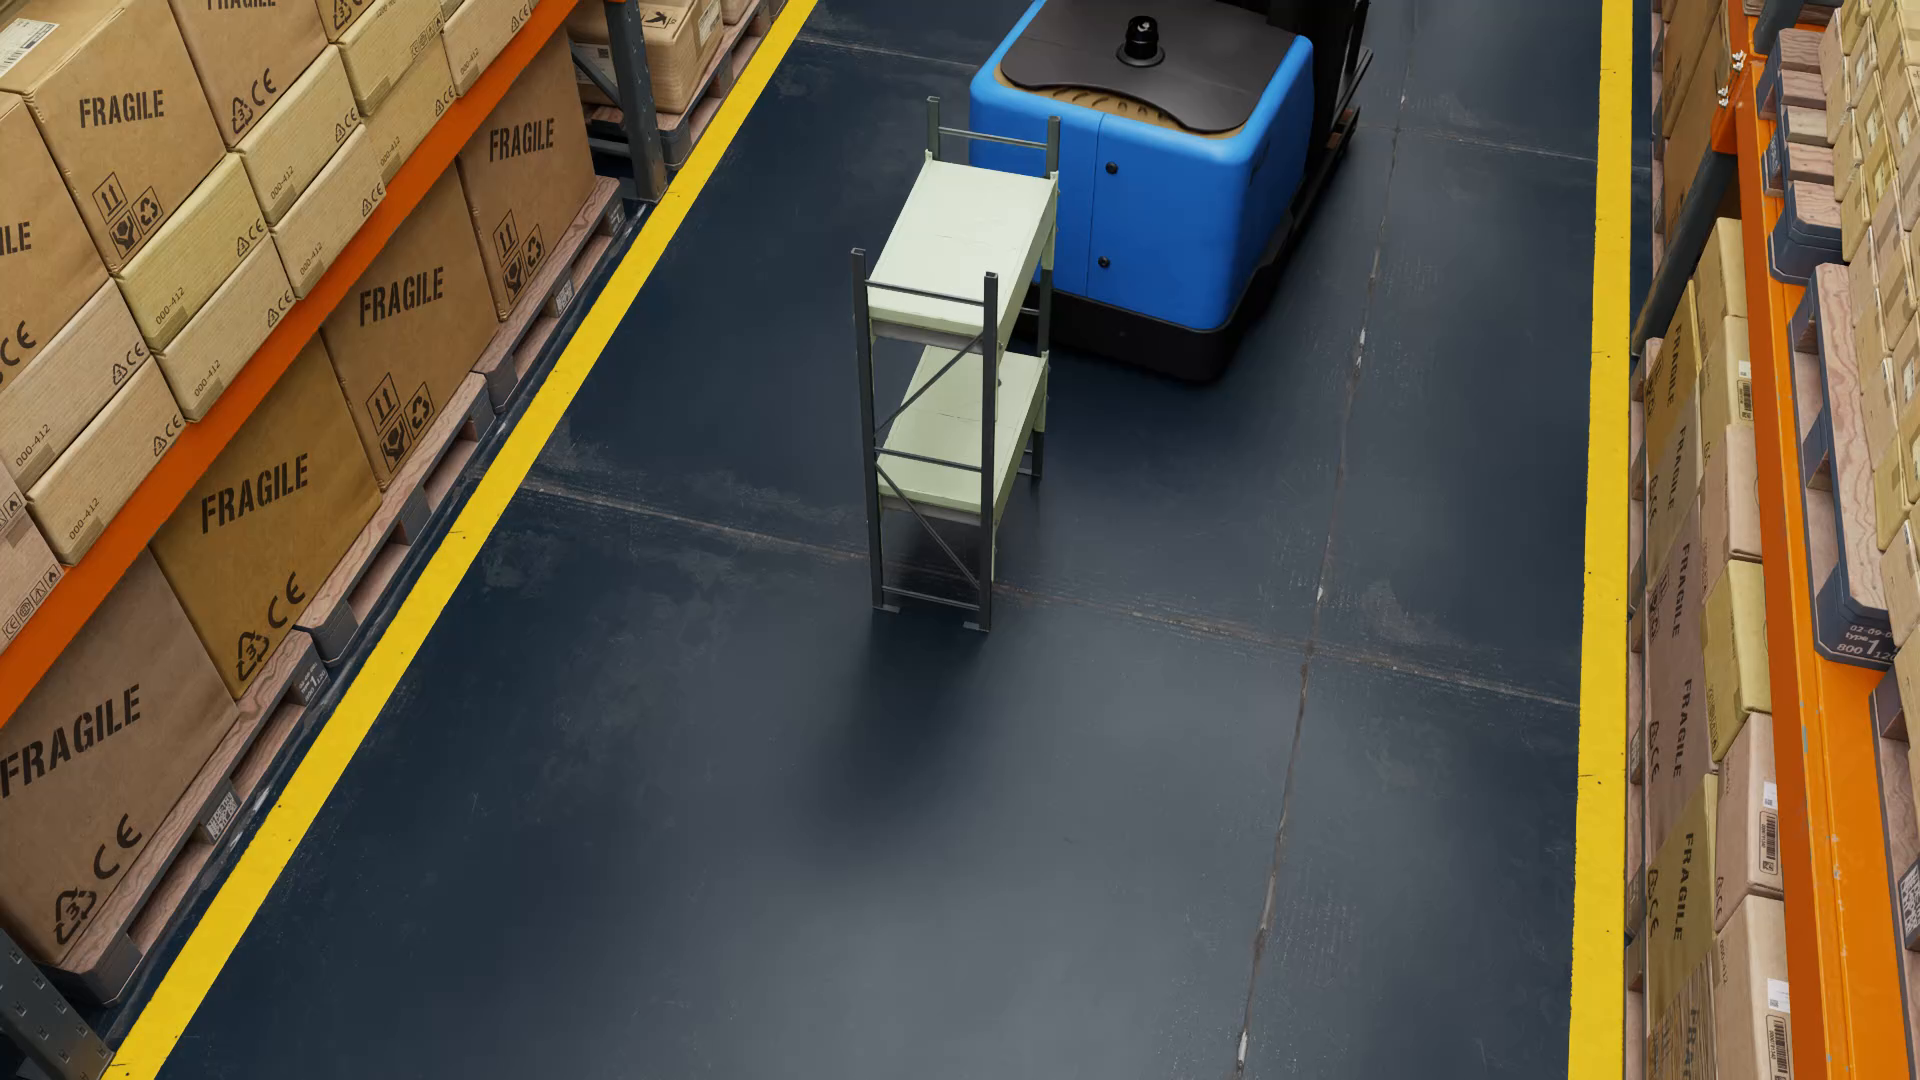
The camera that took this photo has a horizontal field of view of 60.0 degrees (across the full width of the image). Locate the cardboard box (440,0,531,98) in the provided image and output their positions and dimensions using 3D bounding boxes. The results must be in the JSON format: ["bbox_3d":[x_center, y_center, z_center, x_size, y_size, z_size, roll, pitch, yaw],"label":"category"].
[{"bbox_3d":[-1.739,-1.702,5.352,0.500,0.250,0.500,12,50,11],"label":"cardboard box"}]

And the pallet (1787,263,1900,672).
[{"bbox_3d":[2.584,-0.134,3.996,1.003,0.211,1.213,12,50,10],"label":"pallet"}]

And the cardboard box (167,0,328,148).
[{"bbox_3d":[-2.025,-1.385,4.238,0.500,0.500,0.500,11,49,9],"label":"cardboard box"}]

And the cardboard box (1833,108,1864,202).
[{"bbox_3d":[2.612,-1.021,4.538,0.380,0.149,0.250,14,50,12],"label":"cardboard box"}]

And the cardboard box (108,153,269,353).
[{"bbox_3d":[-2.133,-0.769,4.195,0.500,0.250,0.500,12,50,11],"label":"cardboard box"}]

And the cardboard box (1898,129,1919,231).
[{"bbox_3d":[2.480,-0.836,3.977,0.380,0.149,0.250,14,50,12],"label":"cardboard box"}]

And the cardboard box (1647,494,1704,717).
[{"bbox_3d":[2.374,0.248,4.917,0.500,0.500,0.500,10,49,9],"label":"cardboard box"}]

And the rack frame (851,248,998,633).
[{"bbox_3d":[-0.095,-0.236,4.958,0.400,1.500,0.023,12,50,10],"label":"rack frame"}]

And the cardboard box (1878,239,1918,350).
[{"bbox_3d":[2.407,-0.550,3.924,0.380,0.149,0.250,11,50,10],"label":"cardboard box"}]

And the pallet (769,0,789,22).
[{"bbox_3d":[-1.206,-3.063,8.313,1.003,0.211,1.213,12,50,10],"label":"pallet"}]

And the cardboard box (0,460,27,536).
[{"bbox_3d":[-2.402,-0.027,3.540,0.500,0.250,0.500,10,49,9],"label":"cardboard box"}]

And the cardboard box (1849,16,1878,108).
[{"bbox_3d":[2.675,-1.286,4.573,0.380,0.149,0.250,14,50,12],"label":"cardboard box"}]

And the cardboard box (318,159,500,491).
[{"bbox_3d":[-2.237,-0.850,5.637,0.875,0.875,0.875,12,50,10],"label":"cardboard box"}]

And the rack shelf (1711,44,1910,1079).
[{"bbox_3d":[2.539,0.047,4.188,1.077,0.370,4.000,12,50,10],"label":"rack shelf"}]

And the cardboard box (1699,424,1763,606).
[{"bbox_3d":[2.374,-0.025,4.658,0.500,0.250,0.500,12,50,10],"label":"cardboard box"}]

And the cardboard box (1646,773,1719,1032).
[{"bbox_3d":[2.100,0.988,4.265,0.500,0.500,0.500,11,49,9],"label":"cardboard box"}]

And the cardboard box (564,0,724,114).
[{"bbox_3d":[-1.578,-2.218,7.179,0.950,0.372,0.625,9,49,7],"label":"cardboard box"}]

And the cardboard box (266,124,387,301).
[{"bbox_3d":[-1.993,-0.967,4.703,0.500,0.250,0.500,11,49,9],"label":"cardboard box"}]

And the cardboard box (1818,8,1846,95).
[{"bbox_3d":[2.753,-1.410,4.881,0.380,0.149,0.250,11,49,10],"label":"cardboard box"}]

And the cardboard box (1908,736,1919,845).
[{"bbox_3d":[2.061,0.505,3.191,0.380,0.149,0.250,11,50,10],"label":"cardboard box"}]

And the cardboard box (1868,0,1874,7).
[{"bbox_3d":[2.756,-1.591,4.645,0.380,0.149,0.250,12,50,10],"label":"cardboard box"}]

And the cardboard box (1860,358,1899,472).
[{"bbox_3d":[2.336,-0.263,3.869,0.380,0.149,0.250,10,49,9],"label":"cardboard box"}]

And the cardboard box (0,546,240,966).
[{"bbox_3d":[-2.703,0.452,4.488,0.875,0.875,0.875,13,50,11],"label":"cardboard box"}]

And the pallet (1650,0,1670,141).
[{"bbox_3d":[3.669,-2.150,7.507,1.003,0.211,1.213,12,50,10],"label":"pallet"}]

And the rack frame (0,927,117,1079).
[{"bbox_3d":[-2.789,0.352,3.439,1.000,3.000,0.127,12,50,10],"label":"rack frame"}]

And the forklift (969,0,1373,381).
[{"bbox_3d":[1.087,-2.682,6.162,1.130,2.935,3.031,19,51,16],"label":"forklift"}]

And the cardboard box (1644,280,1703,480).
[{"bbox_3d":[2.633,-0.488,5.567,0.500,0.500,0.500,10,49,8],"label":"cardboard box"}]

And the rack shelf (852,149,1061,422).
[{"bbox_3d":[0.002,-0.759,4.899,0.431,0.370,0.720,12,50,10],"label":"rack shelf"}]

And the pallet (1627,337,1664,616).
[{"bbox_3d":[2.858,-0.150,5.742,1.003,0.211,1.213,12,50,10],"label":"pallet"}]

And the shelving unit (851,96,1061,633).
[{"bbox_3d":[0.002,-0.501,5.192,0.431,1.500,0.755,12,50,10],"label":"shelving unit"}]

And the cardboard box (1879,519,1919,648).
[{"bbox_3d":[2.195,0.122,3.529,0.380,0.149,0.250,10,49,8],"label":"cardboard box"}]

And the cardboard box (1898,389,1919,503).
[{"bbox_3d":[2.270,-0.180,3.597,0.380,0.149,0.250,12,50,10],"label":"cardboard box"}]

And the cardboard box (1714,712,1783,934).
[{"bbox_3d":[2.113,0.738,3.985,0.500,0.250,0.500,14,50,12],"label":"cardboard box"}]

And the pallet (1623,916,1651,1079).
[{"bbox_3d":[2.216,1.615,4.184,1.003,0.211,1.213,12,50,10],"label":"pallet"}]

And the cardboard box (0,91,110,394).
[{"bbox_3d":[-2.289,-0.647,3.587,0.500,0.500,0.500,11,50,10],"label":"cardboard box"}]

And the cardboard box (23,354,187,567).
[{"bbox_3d":[-2.284,-0.239,4.061,0.500,0.250,0.500,10,49,9],"label":"cardboard box"}]

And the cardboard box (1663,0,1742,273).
[{"bbox_3d":[3.313,-1.455,6.254,1.050,0.750,0.750,11,49,10],"label":"cardboard box"}]

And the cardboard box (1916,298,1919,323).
[{"bbox_3d":[2.343,-0.464,3.649,0.380,0.149,0.250,11,49,10],"label":"cardboard box"}]

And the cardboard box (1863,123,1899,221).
[{"bbox_3d":[2.542,-0.909,4.241,0.380,0.149,0.250,12,50,10],"label":"cardboard box"}]

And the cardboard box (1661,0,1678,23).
[{"bbox_3d":[3.784,-2.762,7.407,1.050,0.750,0.750,12,50,10],"label":"cardboard box"}]

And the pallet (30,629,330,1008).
[{"bbox_3d":[-2.659,0.701,4.990,1.003,0.211,1.213,12,50,10],"label":"pallet"}]

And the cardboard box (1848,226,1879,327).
[{"bbox_3d":[2.474,-0.632,4.195,0.380,0.149,0.250,13,50,11],"label":"cardboard box"}]

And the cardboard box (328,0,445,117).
[{"bbox_3d":[-1.865,-1.511,4.850,0.500,0.250,0.500,10,49,9],"label":"cardboard box"}]

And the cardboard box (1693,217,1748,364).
[{"bbox_3d":[2.650,-0.747,5.295,0.500,0.250,0.500,10,49,8],"label":"cardboard box"}]

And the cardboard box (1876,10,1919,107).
[{"bbox_3d":[2.620,-1.223,4.319,0.380,0.149,0.250,11,50,10],"label":"cardboard box"}]

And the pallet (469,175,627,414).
[{"bbox_3d":[-2.017,-1.063,6.548,1.003,0.211,1.213,12,50,10],"label":"pallet"}]
